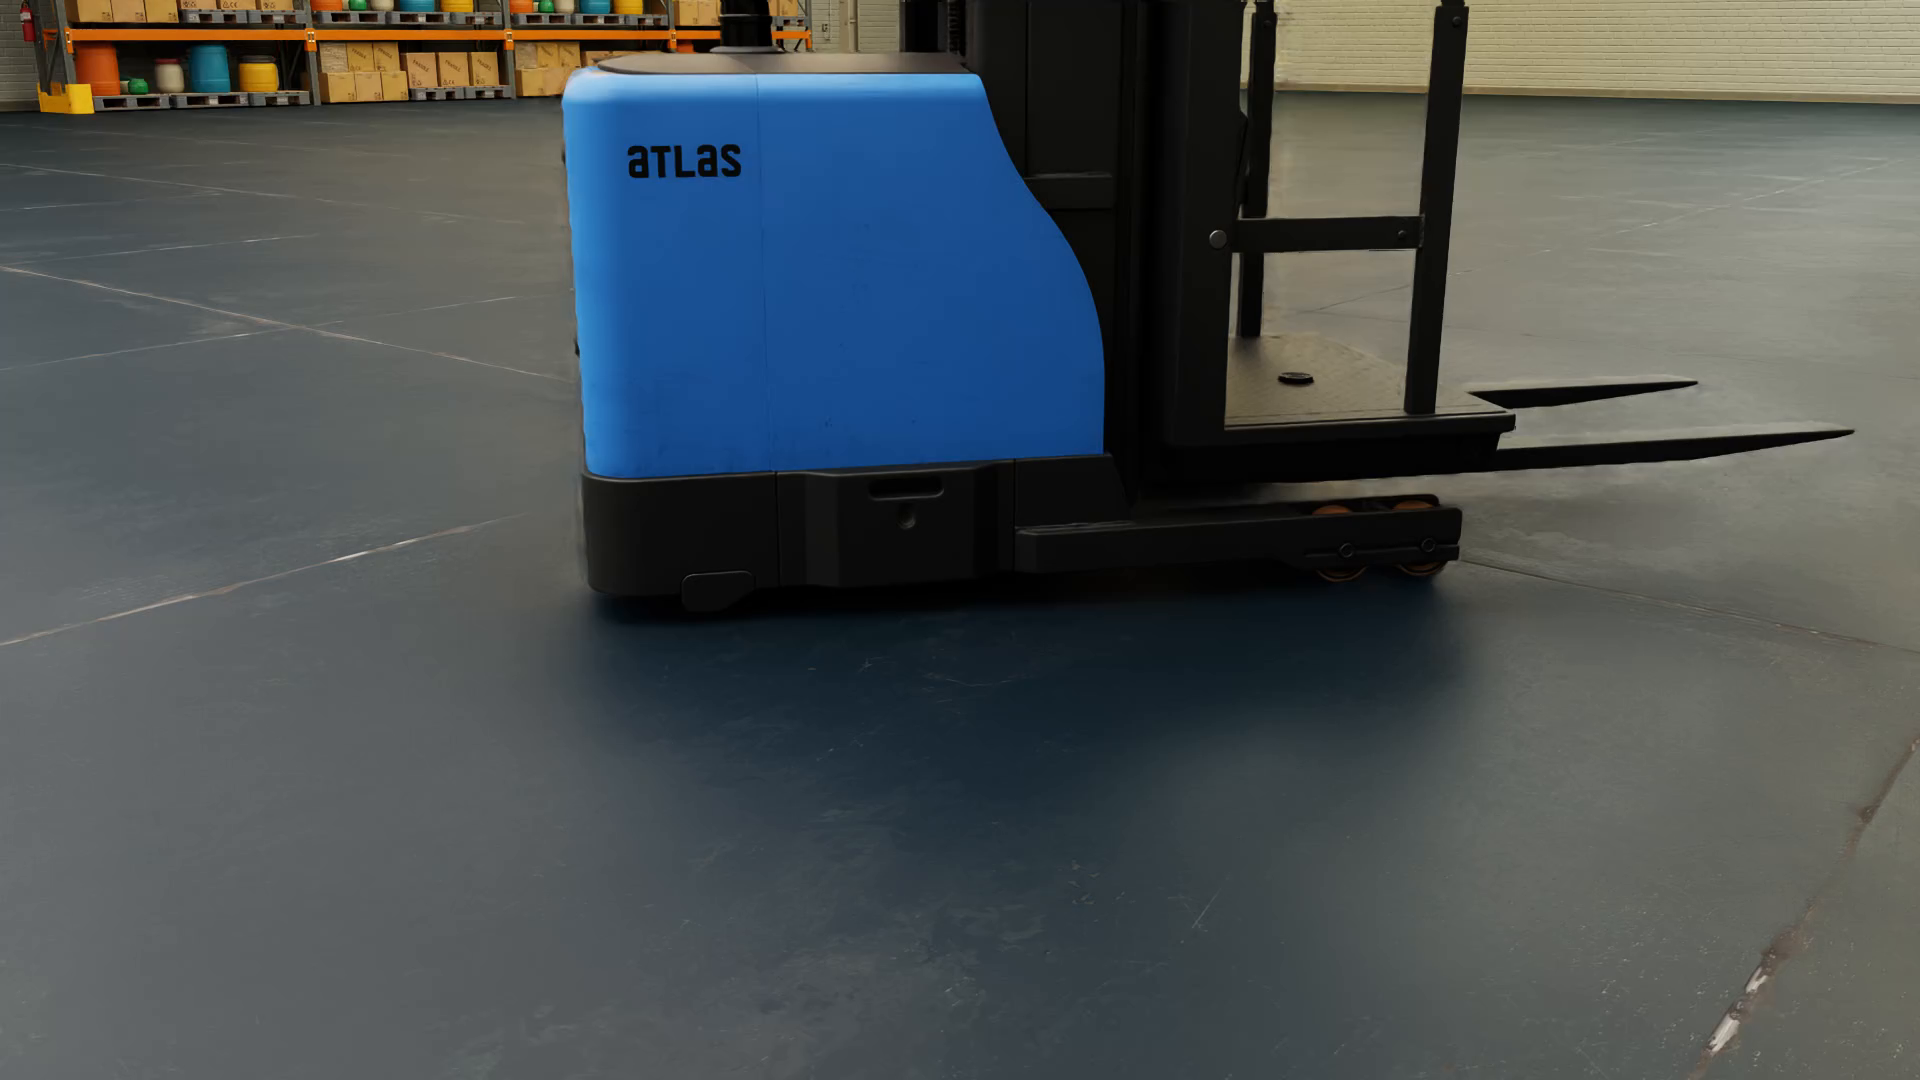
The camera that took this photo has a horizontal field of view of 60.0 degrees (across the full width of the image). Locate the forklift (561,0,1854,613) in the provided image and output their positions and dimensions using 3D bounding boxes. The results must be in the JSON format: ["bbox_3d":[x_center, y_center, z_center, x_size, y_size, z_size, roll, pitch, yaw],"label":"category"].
[{"bbox_3d":[0.632,-1.456,3.693,3.031,2.935,1.130,-4,17,-12],"label":"forklift"}]
